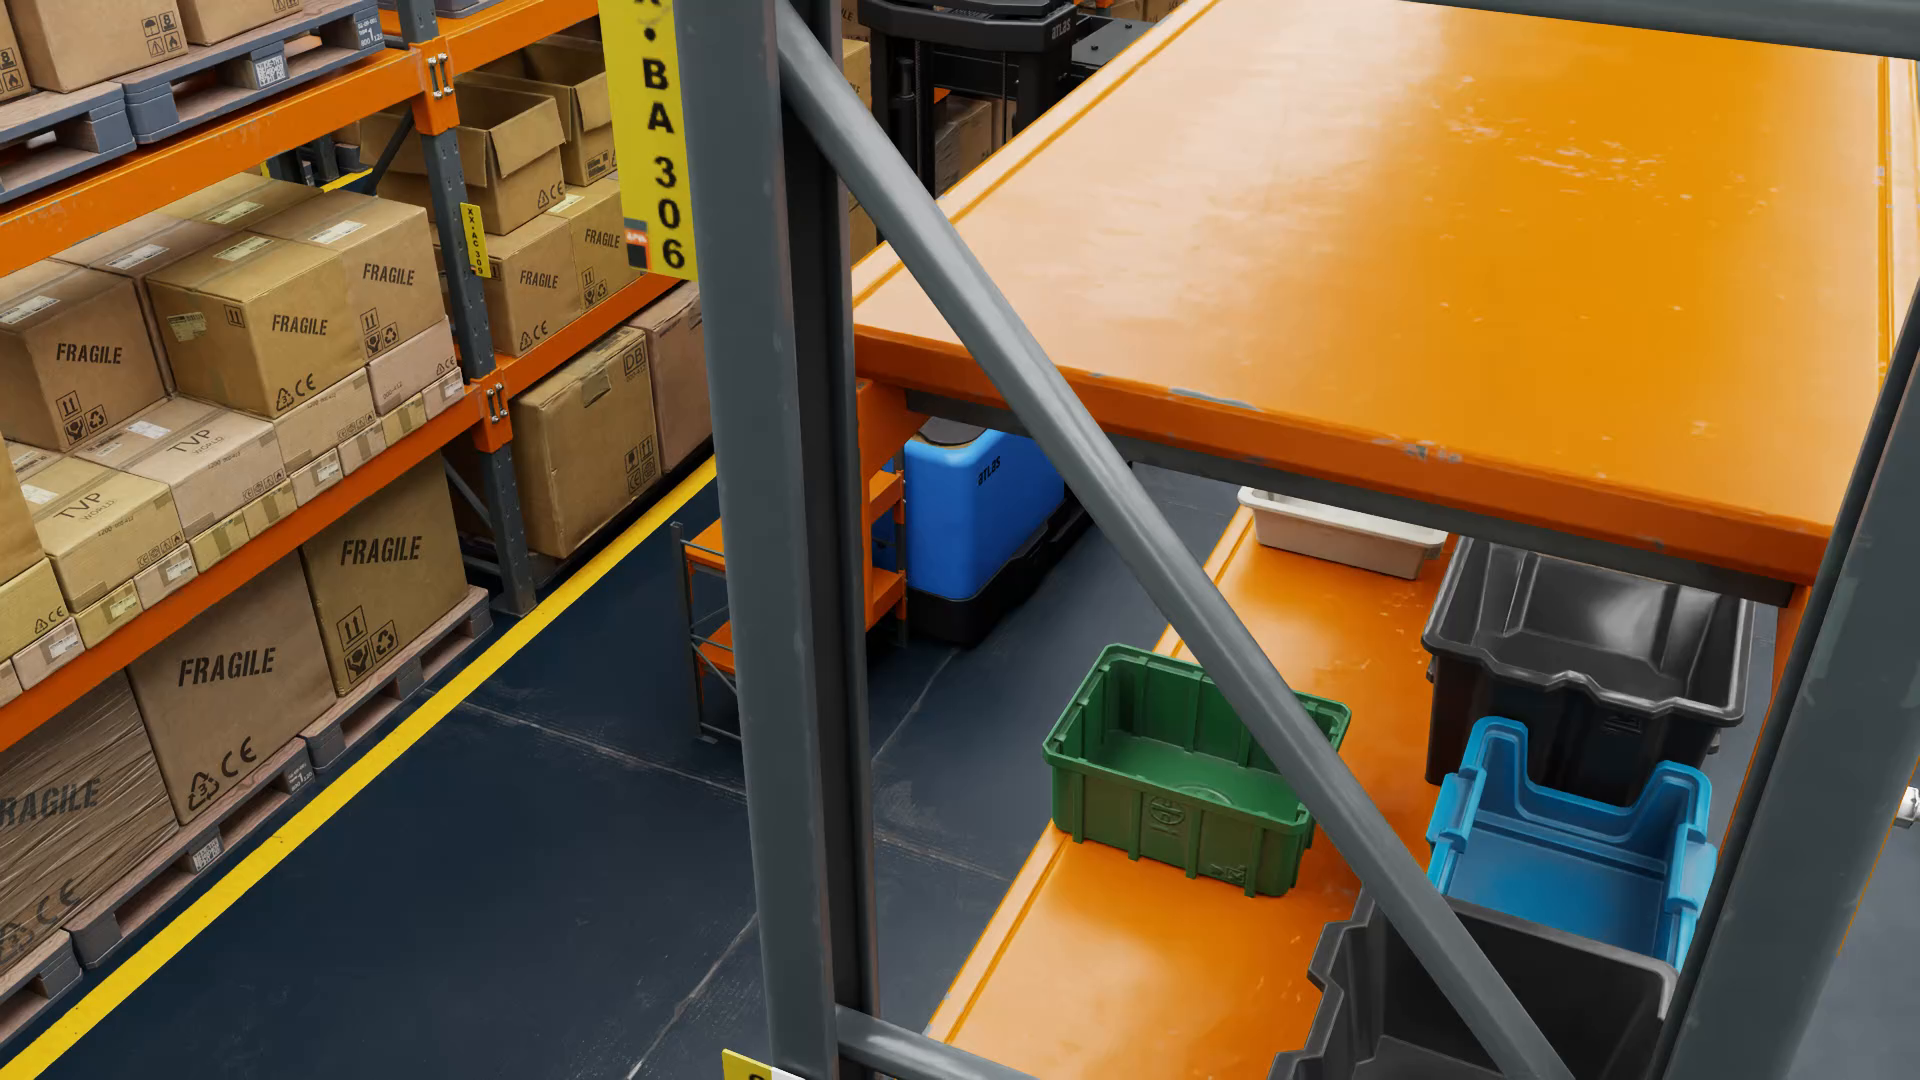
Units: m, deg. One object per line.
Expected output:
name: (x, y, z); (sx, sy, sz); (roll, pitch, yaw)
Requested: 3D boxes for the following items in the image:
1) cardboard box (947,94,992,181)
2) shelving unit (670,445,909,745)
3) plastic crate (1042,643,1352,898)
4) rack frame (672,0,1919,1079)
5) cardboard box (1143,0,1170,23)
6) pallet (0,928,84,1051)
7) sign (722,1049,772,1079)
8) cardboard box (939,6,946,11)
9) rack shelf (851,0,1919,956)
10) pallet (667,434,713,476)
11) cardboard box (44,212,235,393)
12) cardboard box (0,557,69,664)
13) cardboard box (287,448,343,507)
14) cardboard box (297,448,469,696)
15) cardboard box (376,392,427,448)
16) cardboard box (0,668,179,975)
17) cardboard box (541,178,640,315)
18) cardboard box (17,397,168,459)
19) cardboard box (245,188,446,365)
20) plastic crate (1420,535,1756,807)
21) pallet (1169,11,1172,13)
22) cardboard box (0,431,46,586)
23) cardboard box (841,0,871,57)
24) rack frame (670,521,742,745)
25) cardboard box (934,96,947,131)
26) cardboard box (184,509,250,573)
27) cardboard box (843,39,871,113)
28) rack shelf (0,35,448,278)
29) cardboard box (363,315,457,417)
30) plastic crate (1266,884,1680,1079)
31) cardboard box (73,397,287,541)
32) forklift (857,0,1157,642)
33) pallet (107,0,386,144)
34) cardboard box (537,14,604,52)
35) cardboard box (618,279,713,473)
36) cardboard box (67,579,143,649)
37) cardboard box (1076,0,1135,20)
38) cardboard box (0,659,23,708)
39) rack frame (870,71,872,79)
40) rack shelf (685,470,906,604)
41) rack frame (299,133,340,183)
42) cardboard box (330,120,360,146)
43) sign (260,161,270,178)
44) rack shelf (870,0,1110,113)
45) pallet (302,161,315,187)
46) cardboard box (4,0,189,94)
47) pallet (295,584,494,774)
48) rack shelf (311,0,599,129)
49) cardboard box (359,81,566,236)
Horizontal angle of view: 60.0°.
cardboard box: (-0.186, -3.042, 12.532); (0.700, 0.500, 0.500); (17, 37, 24)
shelving unit: (-0.716, 0.222, 7.385); (0.538, 1.125, 1.048); (17, 37, 24)
plastic crate: (0.405, 0.396, 2.868); (0.450, 0.188, 0.336); (14, 36, 20)
rack frame: (0.249, -0.391, 1.139); (0.949, 2.616, 0.053); (14, 36, 20)
cardboard box: (1.673, -5.196, 15.836); (0.500, 0.500, 0.500); (18, 37, 25)
pallet: (-3.983, 1.733, 5.915); (1.003, 0.211, 1.213); (14, 36, 20)
sign: (-0.254, 0.790, 2.169); (0.100, 0.325, 0.005); (14, 36, 20)
cardboard box: (0.011, -3.897, 11.711); (0.500, 0.250, 0.500); (13, 35, 19)
rack shelf: (1.089, -0.918, 2.964); (1.077, 0.370, 4.000); (14, 36, 20)
pallet: (-1.810, -0.855, 9.861); (1.003, 0.211, 1.213); (14, 36, 20)
cardboard box: (-3.219, -0.961, 6.662); (0.500, 0.500, 0.500); (14, 36, 20)
cardboard box: (-3.376, 0.234, 5.523); (0.500, 0.250, 0.500); (13, 35, 19)
cardboard box: (-2.726, -0.293, 6.691); (0.380, 0.149, 0.250); (15, 36, 21)
cardboard box: (-2.922, 0.014, 7.548); (0.875, 0.875, 0.875); (14, 36, 20)
cardboard box: (-2.511, -0.549, 7.081); (0.380, 0.149, 0.250); (15, 36, 21)
cardboard box: (-3.671, 0.905, 6.189); (0.875, 0.875, 0.875); (14, 36, 20)
cardboard box: (-1.944, -1.474, 8.171); (0.500, 0.500, 0.500); (14, 36, 21)
cardboard box: (-3.432, -0.391, 6.477); (0.500, 0.250, 0.500); (15, 36, 22)
cardboard box: (-2.523, -1.095, 6.865); (0.500, 0.500, 0.500); (15, 36, 22)
plastic crate: (1.141, 0.193, 3.042); (0.504, 0.338, 0.767); (14, 36, 20)
pallet: (2.044, -5.386, 16.771); (1.003, 0.211, 1.213); (14, 36, 20)
cardboard box: (-3.380, -0.078, 5.315); (0.500, 0.500, 0.500); (13, 35, 19)
cardboard box: (-0.710, -3.497, 10.874); (0.500, 0.500, 0.500); (10, 35, 15)
rack frame: (-0.959, 0.467, 7.012); (0.500, 1.125, 0.032); (17, 37, 24)
cardboard box: (-0.434, -3.061, 11.877); (0.500, 0.250, 0.500); (18, 37, 26)
cardboard box: (-2.940, -0.037, 6.301); (0.380, 0.149, 0.250); (14, 36, 20)
cardboard box: (-0.881, -2.741, 10.103); (0.500, 0.500, 0.500); (15, 36, 22)
rack shelf: (-3.410, -0.967, 5.410); (1.077, 0.370, 4.000); (14, 36, 20)
cardboard box: (-2.519, -0.791, 7.086); (0.500, 0.250, 0.500); (14, 36, 20)
plastic crate: (0.666, 0.791, 2.191); (0.497, 0.269, 0.590); (14, 36, 20)
cardboard box: (-2.947, -0.279, 6.305); (0.500, 0.250, 0.500); (15, 36, 21)
forklift: (0.298, -1.526, 8.405); (1.130, 2.935, 3.031); (17, 37, 23)
pallet: (-2.925, -1.822, 6.138); (1.003, 0.211, 1.213); (14, 36, 20)
cardboard box: (-1.770, -2.443, 8.734); (0.797, 0.503, 0.637); (15, 36, 22)
cardboard box: (-1.950, -1.065, 9.194); (1.225, 0.875, 0.875); (13, 35, 19)
cardboard box: (-3.156, 0.220, 5.908); (0.380, 0.149, 0.250); (13, 36, 19)
cardboard box: (1.210, -4.601, 14.928); (0.500, 0.500, 0.500); (27, 42, 35)
cardboard box: (-3.370, 0.474, 5.520); (0.380, 0.149, 0.250); (13, 36, 20)
rack frame: (-0.900, -3.002, 10.592); (1.000, 3.000, 0.127); (14, 36, 20)
rack shelf: (-0.716, -0.023, 7.225); (0.538, 0.278, 1.000); (17, 37, 24)
rack frame: (-5.362, -4.190, 12.404); (1.000, 3.000, 0.127); (14, 36, 20)
cardboard box: (-5.026, -3.707, 13.337); (1.050, 0.750, 0.750); (14, 36, 20)
sign: (-3.070, -1.580, 7.441); (0.100, 0.325, 0.005); (14, 36, 20)
rack shelf: (-0.063, -3.697, 12.309); (1.077, 0.370, 4.000); (14, 36, 20)
pallet: (-5.691, -2.635, 12.576); (1.003, 0.211, 1.213); (14, 36, 20)
cardboard box: (-3.075, -1.853, 5.539); (0.700, 0.500, 0.500); (16, 37, 23)
pallet: (-2.962, 0.517, 7.769); (1.003, 0.211, 1.213); (14, 36, 20)
rack shelf: (-1.736, -2.959, 8.448); (1.077, 0.370, 4.000); (14, 36, 20)
cardboard box: (-2.313, -1.791, 7.740); (0.797, 0.503, 0.637); (13, 36, 19)
